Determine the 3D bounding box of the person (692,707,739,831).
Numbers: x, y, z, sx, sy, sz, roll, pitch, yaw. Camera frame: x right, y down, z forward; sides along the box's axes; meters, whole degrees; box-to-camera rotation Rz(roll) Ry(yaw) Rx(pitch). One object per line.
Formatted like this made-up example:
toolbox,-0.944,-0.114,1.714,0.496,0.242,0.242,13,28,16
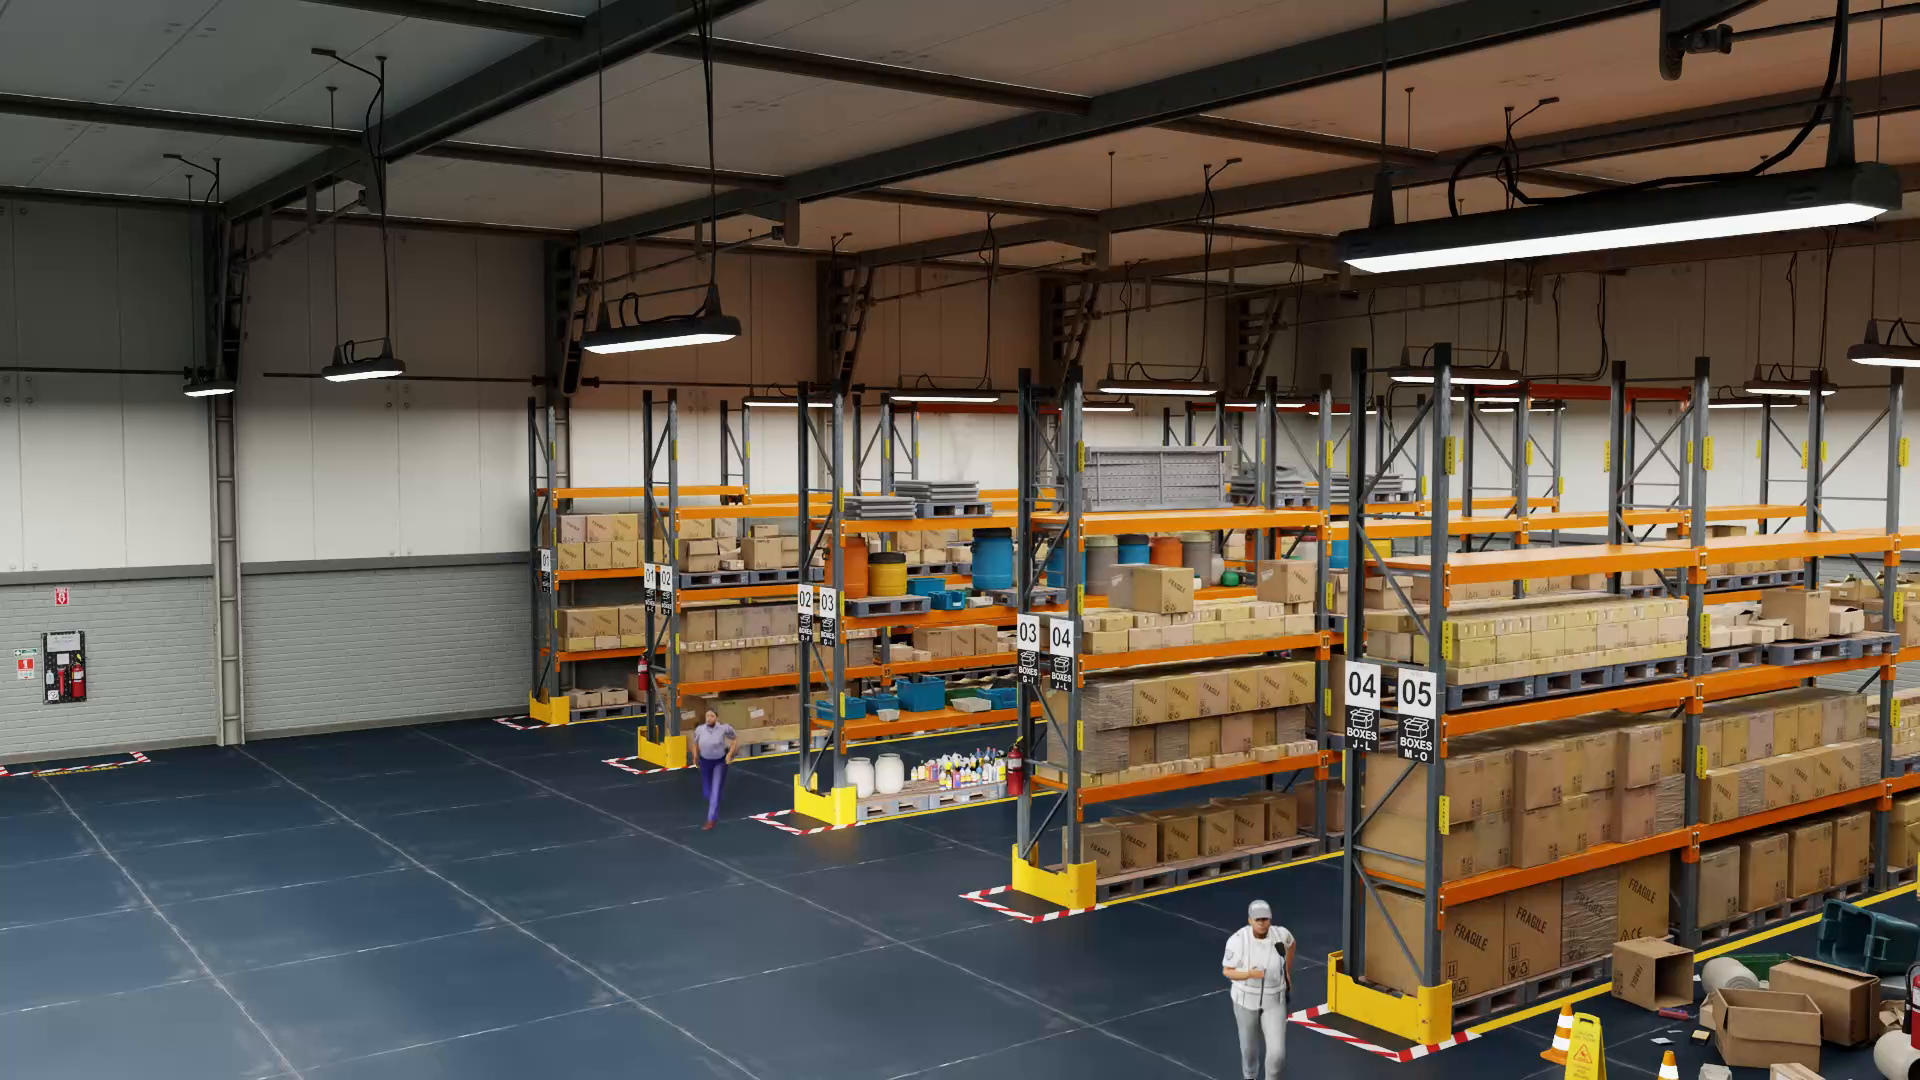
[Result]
person,-3.310,3.049,22.488,0.627,1.625,0.865,0,3,4

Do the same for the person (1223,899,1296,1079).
person,2.302,3.593,12.787,0.573,1.734,0.809,0,3,7
